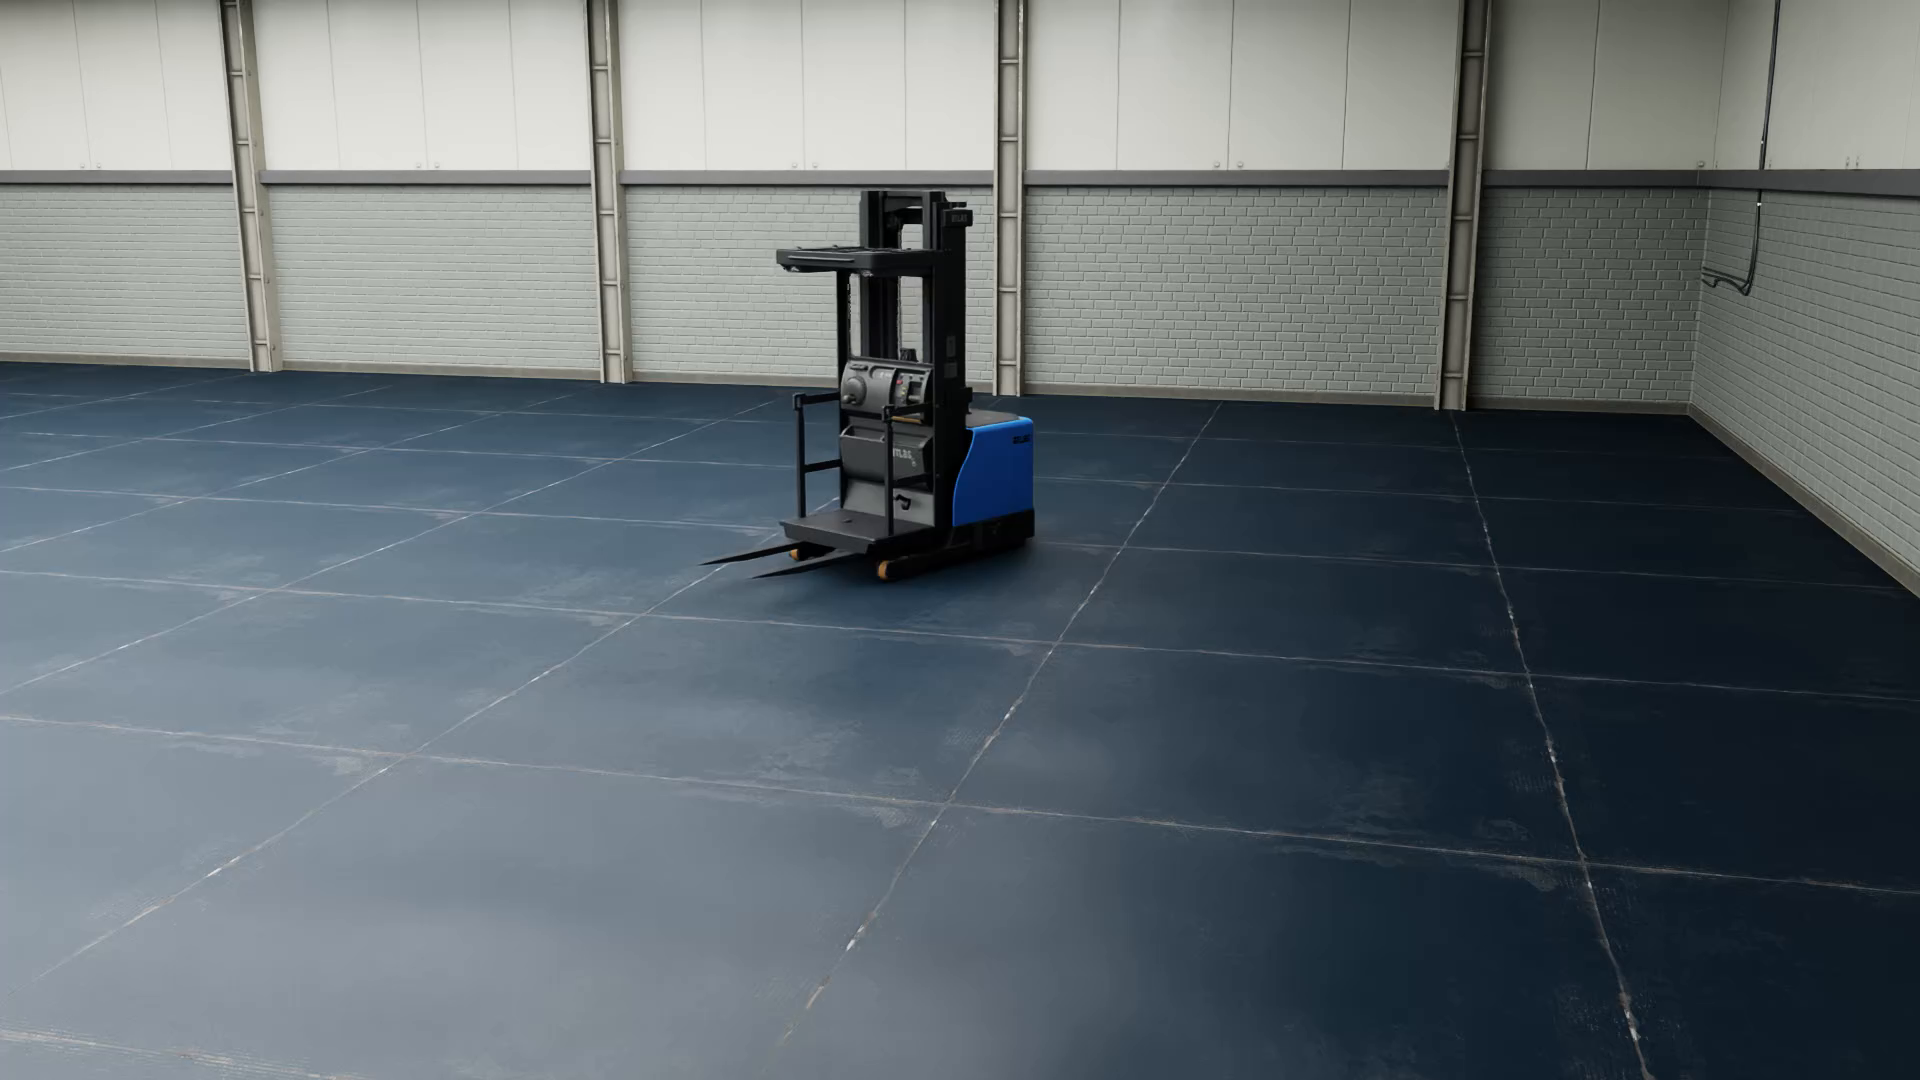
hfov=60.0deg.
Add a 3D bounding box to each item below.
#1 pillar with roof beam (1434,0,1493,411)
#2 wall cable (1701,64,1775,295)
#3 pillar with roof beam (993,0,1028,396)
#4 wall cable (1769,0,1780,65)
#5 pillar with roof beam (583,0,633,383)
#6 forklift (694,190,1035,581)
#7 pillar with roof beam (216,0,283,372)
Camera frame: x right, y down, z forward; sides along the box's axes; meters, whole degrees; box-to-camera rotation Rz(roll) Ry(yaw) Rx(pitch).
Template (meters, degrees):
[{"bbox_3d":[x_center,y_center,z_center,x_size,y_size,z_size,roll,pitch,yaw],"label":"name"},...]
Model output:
[{"bbox_3d":[5.482,-5.235,17.055,0.400,9.000,9.100,3,13,14],"label":"pillar with roof beam"},{"bbox_3d":[9.057,-4.194,19.529,0.112,2.526,3.097,3,13,14],"label":"wall cable"},{"bbox_3d":[-0.343,-5.547,18.458,0.400,9.000,9.100,3,13,14],"label":"pillar with roof beam"},{"bbox_3d":[8.409,-6.090,16.418,0.112,2.526,3.097,3,13,14],"label":"wall cable"},{"bbox_3d":[-6.168,-5.858,19.862,0.400,9.000,9.100,3,13,14],"label":"pillar with roof beam"},{"bbox_3d":[-0.731,-1.234,13.031,1.130,2.935,3.031,11,17,41],"label":"forklift"},{"bbox_3d":[-11.994,-6.169,21.265,0.400,9.000,9.100,3,13,14],"label":"pillar with roof beam"}]
